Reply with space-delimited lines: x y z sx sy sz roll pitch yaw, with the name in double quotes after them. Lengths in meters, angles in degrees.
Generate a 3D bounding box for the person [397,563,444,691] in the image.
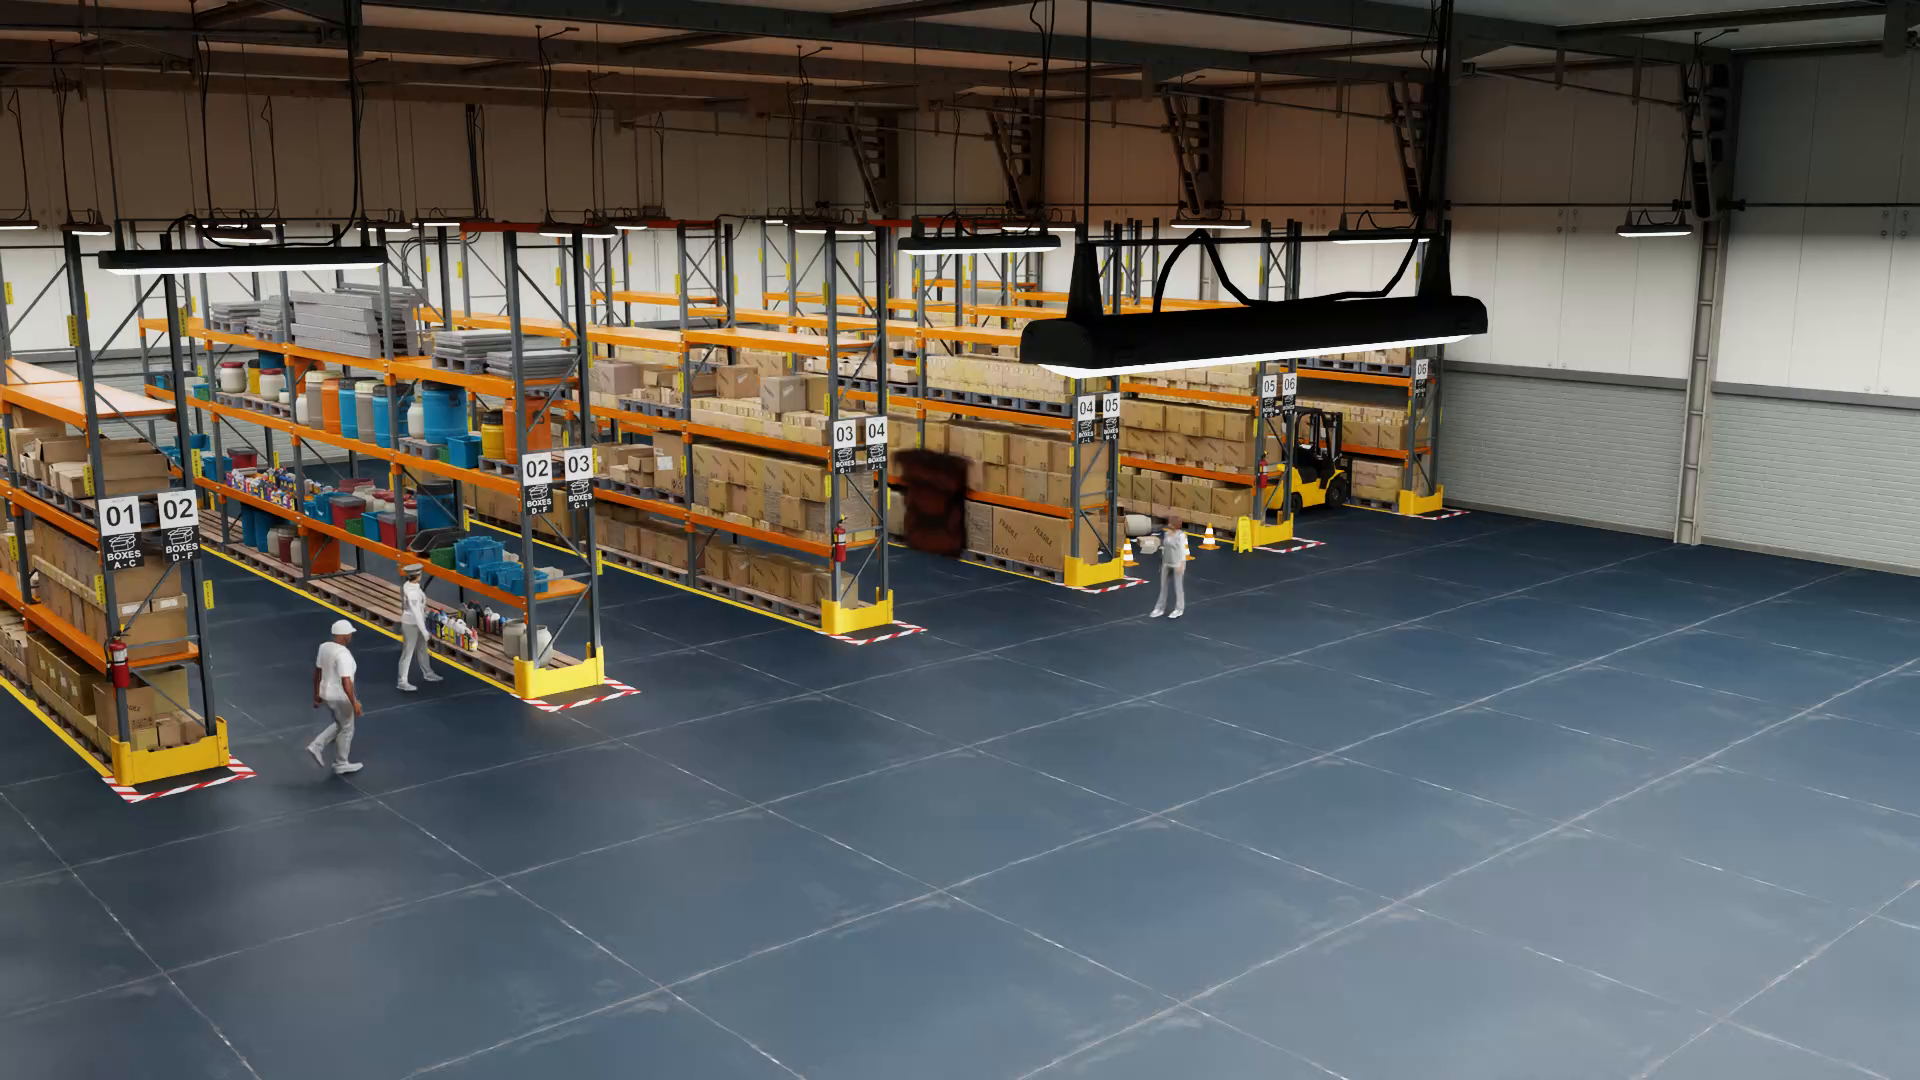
-7.211 1.142 22.064 0.563 1.687 0.619 -2 12 -11 "person"

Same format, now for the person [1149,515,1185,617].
3.257 0.415 25.794 0.479 1.608 0.463 -11 16 -43 "person"

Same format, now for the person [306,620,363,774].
-7.008 1.769 18.635 0.614 1.746 0.616 -9 15 -39 "person"
